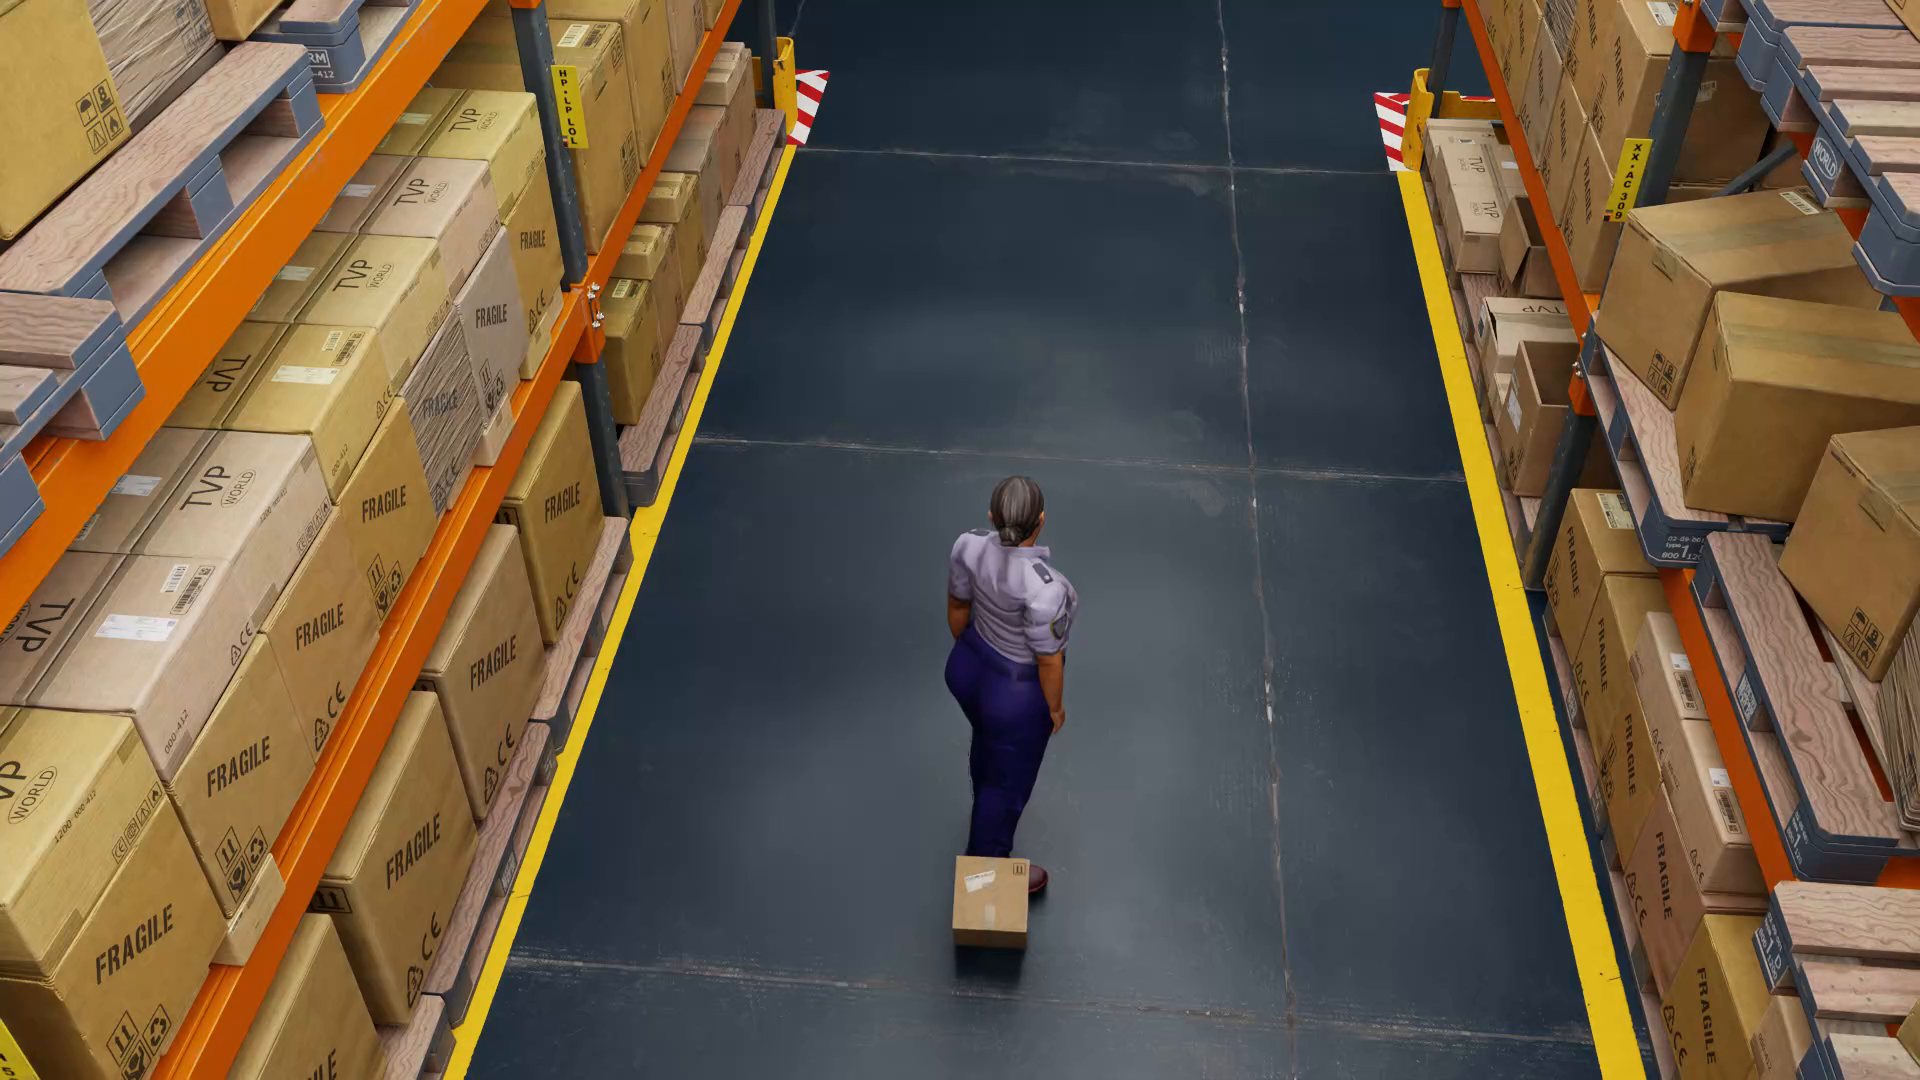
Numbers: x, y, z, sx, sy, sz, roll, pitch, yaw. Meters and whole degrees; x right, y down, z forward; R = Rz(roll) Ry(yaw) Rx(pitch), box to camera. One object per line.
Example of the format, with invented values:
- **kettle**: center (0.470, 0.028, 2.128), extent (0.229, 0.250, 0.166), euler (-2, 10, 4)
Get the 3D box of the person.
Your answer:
- **person**: center (0.175, 0.477, 5.592), extent (0.526, 1.647, 0.531), euler (-27, 47, -28)
